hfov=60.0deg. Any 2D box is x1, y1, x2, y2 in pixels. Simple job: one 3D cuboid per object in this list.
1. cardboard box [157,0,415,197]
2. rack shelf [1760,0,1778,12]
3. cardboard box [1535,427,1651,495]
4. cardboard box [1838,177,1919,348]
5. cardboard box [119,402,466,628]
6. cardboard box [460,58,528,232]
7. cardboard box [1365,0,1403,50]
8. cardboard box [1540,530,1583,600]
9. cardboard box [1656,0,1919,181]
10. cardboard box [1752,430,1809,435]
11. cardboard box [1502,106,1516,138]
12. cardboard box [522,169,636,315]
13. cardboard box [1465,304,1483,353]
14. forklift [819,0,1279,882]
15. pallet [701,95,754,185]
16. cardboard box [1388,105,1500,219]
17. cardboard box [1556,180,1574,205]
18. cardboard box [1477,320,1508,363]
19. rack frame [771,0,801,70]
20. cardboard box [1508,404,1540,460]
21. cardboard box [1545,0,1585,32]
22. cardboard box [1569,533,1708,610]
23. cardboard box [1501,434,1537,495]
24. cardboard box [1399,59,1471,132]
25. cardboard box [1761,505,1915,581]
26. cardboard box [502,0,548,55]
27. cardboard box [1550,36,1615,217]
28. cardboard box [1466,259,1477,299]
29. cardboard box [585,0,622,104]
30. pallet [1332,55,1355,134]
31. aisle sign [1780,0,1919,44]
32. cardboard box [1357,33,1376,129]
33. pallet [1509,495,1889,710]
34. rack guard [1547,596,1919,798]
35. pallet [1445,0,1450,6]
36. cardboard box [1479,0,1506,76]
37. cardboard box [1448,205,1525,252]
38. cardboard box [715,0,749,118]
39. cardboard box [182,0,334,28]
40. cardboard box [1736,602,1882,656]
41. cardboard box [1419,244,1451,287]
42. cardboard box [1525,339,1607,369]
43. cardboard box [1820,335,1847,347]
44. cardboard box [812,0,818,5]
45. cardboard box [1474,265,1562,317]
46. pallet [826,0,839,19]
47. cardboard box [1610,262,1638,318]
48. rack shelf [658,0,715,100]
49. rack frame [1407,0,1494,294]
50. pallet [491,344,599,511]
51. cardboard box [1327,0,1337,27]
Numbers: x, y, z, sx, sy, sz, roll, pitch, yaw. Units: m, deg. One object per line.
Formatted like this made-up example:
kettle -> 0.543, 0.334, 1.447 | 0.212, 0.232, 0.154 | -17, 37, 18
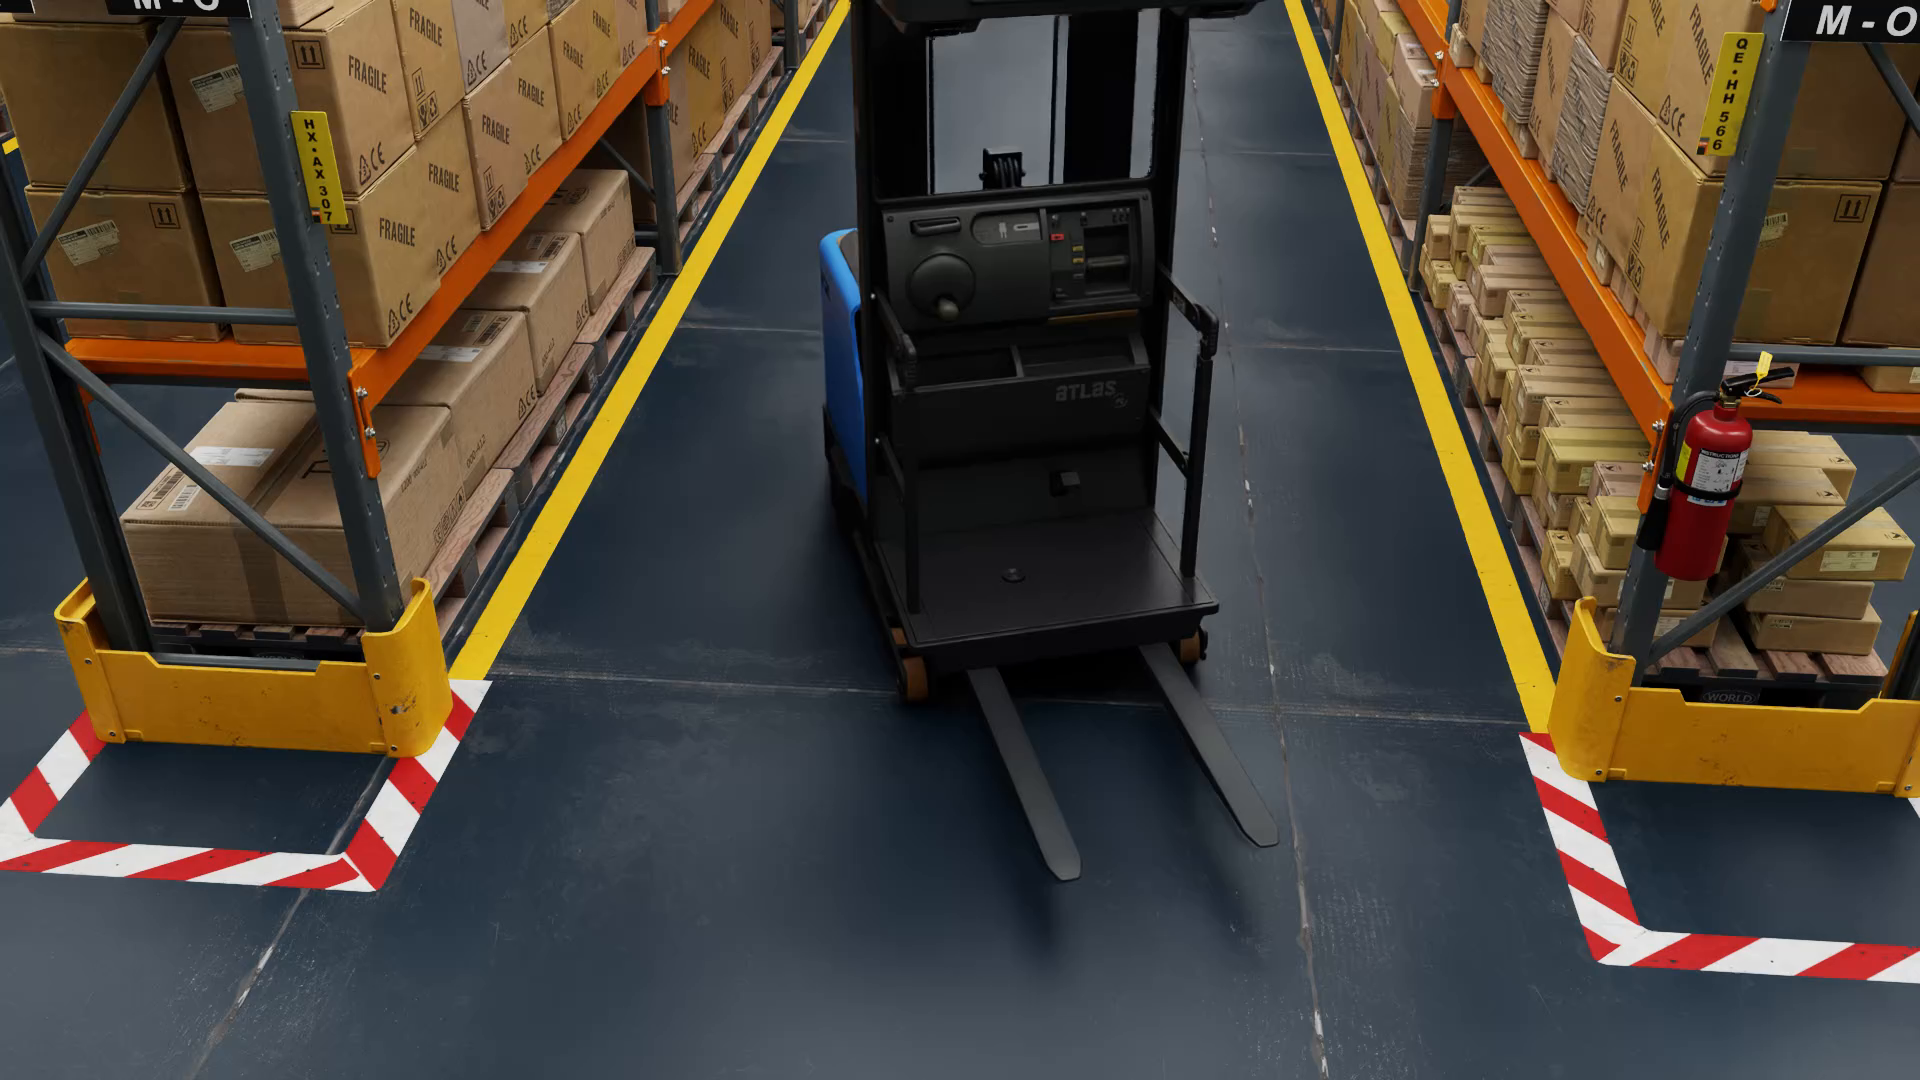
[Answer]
cardboard box -> -2.035, -1.378, 5.079 | 0.500, 0.500, 0.500 | 2, 32, 3
rack shelf -> 2.746, -2.529, 5.822 | 1.077, 0.370, 4.000 | 2, 32, 4
cardboard box -> 2.346, -0.289, 6.109 | 0.380, 0.149, 0.250 | 2, 32, 3
cardboard box -> 2.896, -0.905, 4.980 | 0.500, 0.500, 0.500 | 4, 32, 6
cardboard box -> -2.404, -0.109, 6.109 | 0.875, 0.438, 0.875 | 1, 32, 2
cardboard box -> -1.960, -1.484, 6.203 | 0.500, 0.500, 0.500 | 2, 32, 4
cardboard box -> 2.843, -3.256, 10.442 | 0.500, 0.250, 0.500 | 3, 32, 4
cardboard box -> 2.339, 0.099, 6.047 | 0.380, 0.149, 0.250 | 3, 32, 5
cardboard box -> 2.373, -1.357, 4.762 | 0.500, 0.500, 0.500 | 2, 32, 3
cardboard box -> 2.953, -0.399, 6.289 | 0.380, 0.149, 0.250 | 1, 32, 2
cardboard box -> 2.530, -1.812, 7.071 | 0.380, 0.149, 0.250 | 3, 32, 5
cardboard box -> -2.191, -1.527, 8.411 | 0.875, 0.438, 0.875 | 2, 32, 3
cardboard box -> 2.598, -0.987, 7.809 | 0.380, 0.149, 0.250 | 2, 32, 3
forklift -> 0.257, -0.897, 5.412 | 1.130, 2.935, 3.031 | -7, 32, -12
pallet -> -1.948, -2.622, 10.804 | 1.003, 0.211, 1.213 | 2, 32, 4
cardboard box -> 2.718, -2.117, 9.308 | 0.500, 0.500, 0.500 | 2, 32, 3
cardboard box -> 2.526, -1.398, 6.398 | 0.380, 0.149, 0.250 | 3, 32, 5
cardboard box -> 2.491, -0.842, 7.291 | 0.380, 0.149, 0.250 | 2, 32, 4
rack frame -> -1.707, -4.855, 11.768 | 1.000, 3.000, 0.127 | 2, 32, 4
cardboard box -> 2.412, -0.436, 6.632 | 0.380, 0.149, 0.250 | 3, 32, 5
cardboard box -> 2.488, -2.171, 6.083 | 0.500, 0.500, 0.500 | 1, 32, 2
cardboard box -> 2.342, 0.107, 5.750 | 0.380, 0.149, 0.250 | 2, 32, 3
cardboard box -> 2.411, -0.301, 6.696 | 0.380, 0.149, 0.250 | 1, 32, 2
cardboard box -> 2.718, -2.438, 9.115 | 0.500, 0.250, 0.500 | 2, 32, 3
cardboard box -> 2.965, 0.009, 5.626 | 0.380, 0.149, 0.250 | 1, 32, 2
cardboard box -> -1.926, -2.179, 6.379 | 0.500, 0.500, 0.500 | 3, 32, 4
cardboard box -> 2.443, -1.462, 5.885 | 0.500, 0.500, 0.500 | 3, 32, 4
cardboard box -> 2.646, -1.255, 7.961 | 0.380, 0.149, 0.250 | 2, 32, 4
cardboard box -> -1.852, -2.283, 7.500 | 0.500, 0.500, 0.500 | 2, 32, 3
pallet -> 3.170, -3.100, 11.579 | 1.003, 0.211, 1.213 | 2, 32, 4
aisle sign -> 2.279, -1.594, 4.000 | 0.394, 0.787, 0.004 | 2, 32, 4
cardboard box -> 2.849, -2.920, 10.611 | 0.500, 0.500, 0.500 | 2, 32, 3
pallet -> 2.691, 0.211, 6.206 | 1.003, 0.211, 1.213 | 2, 32, 4
rack guard -> 2.590, 0.512, 5.443 | 1.175, 0.500, 0.348 | 2, 32, 4
pallet -> 3.117, -2.916, 8.806 | 1.003, 0.211, 1.213 | 2, 32, 4
cardboard box -> 2.585, -2.266, 7.189 | 0.500, 0.500, 0.500 | 2, 32, 4
cardboard box -> 2.593, -1.510, 8.091 | 0.380, 0.149, 0.250 | 4, 32, 6
cardboard box -> -1.923, -3.305, 10.879 | 0.875, 0.875, 0.875 | 3, 32, 5
cardboard box -> -2.053, -1.589, 4.804 | 0.380, 0.149, 0.250 | 3, 32, 5
cardboard box -> 2.945, 0.262, 5.783 | 0.380, 0.149, 0.250 | 3, 32, 5
cardboard box -> 2.559, -1.393, 8.468 | 0.380, 0.149, 0.250 | 1, 32, 2
cardboard box -> 2.529, -0.697, 6.772 | 0.380, 0.149, 0.250 | 1, 32, 2
cardboard box -> 2.916, -0.696, 5.260 | 0.380, 0.149, 0.250 | 4, 32, 6
cardboard box -> -1.599, -4.596, 13.453 | 0.950, 0.372, 0.625 | 2, 32, 3
cardboard box -> 2.521, -1.109, 7.440 | 0.380, 0.149, 0.250 | 3, 32, 5
pallet -> -1.540, -4.712, 14.195 | 1.003, 0.211, 1.213 | 2, 32, 4
cardboard box -> 2.392, -0.849, 5.507 | 0.380, 0.149, 0.250 | 2, 32, 4
rack shelf -> -1.870, -3.502, 10.260 | 1.077, 0.370, 4.000 | 2, 32, 4
rack frame -> 2.909, -2.604, 8.117 | 1.000, 3.000, 0.127 | 2, 32, 4
pallet -> -2.269, -0.542, 7.428 | 1.003, 0.211, 1.213 | 2, 32, 4
cardboard box -> 3.374, -4.232, 12.501 | 1.050, 0.750, 0.750 | 2, 32, 3
